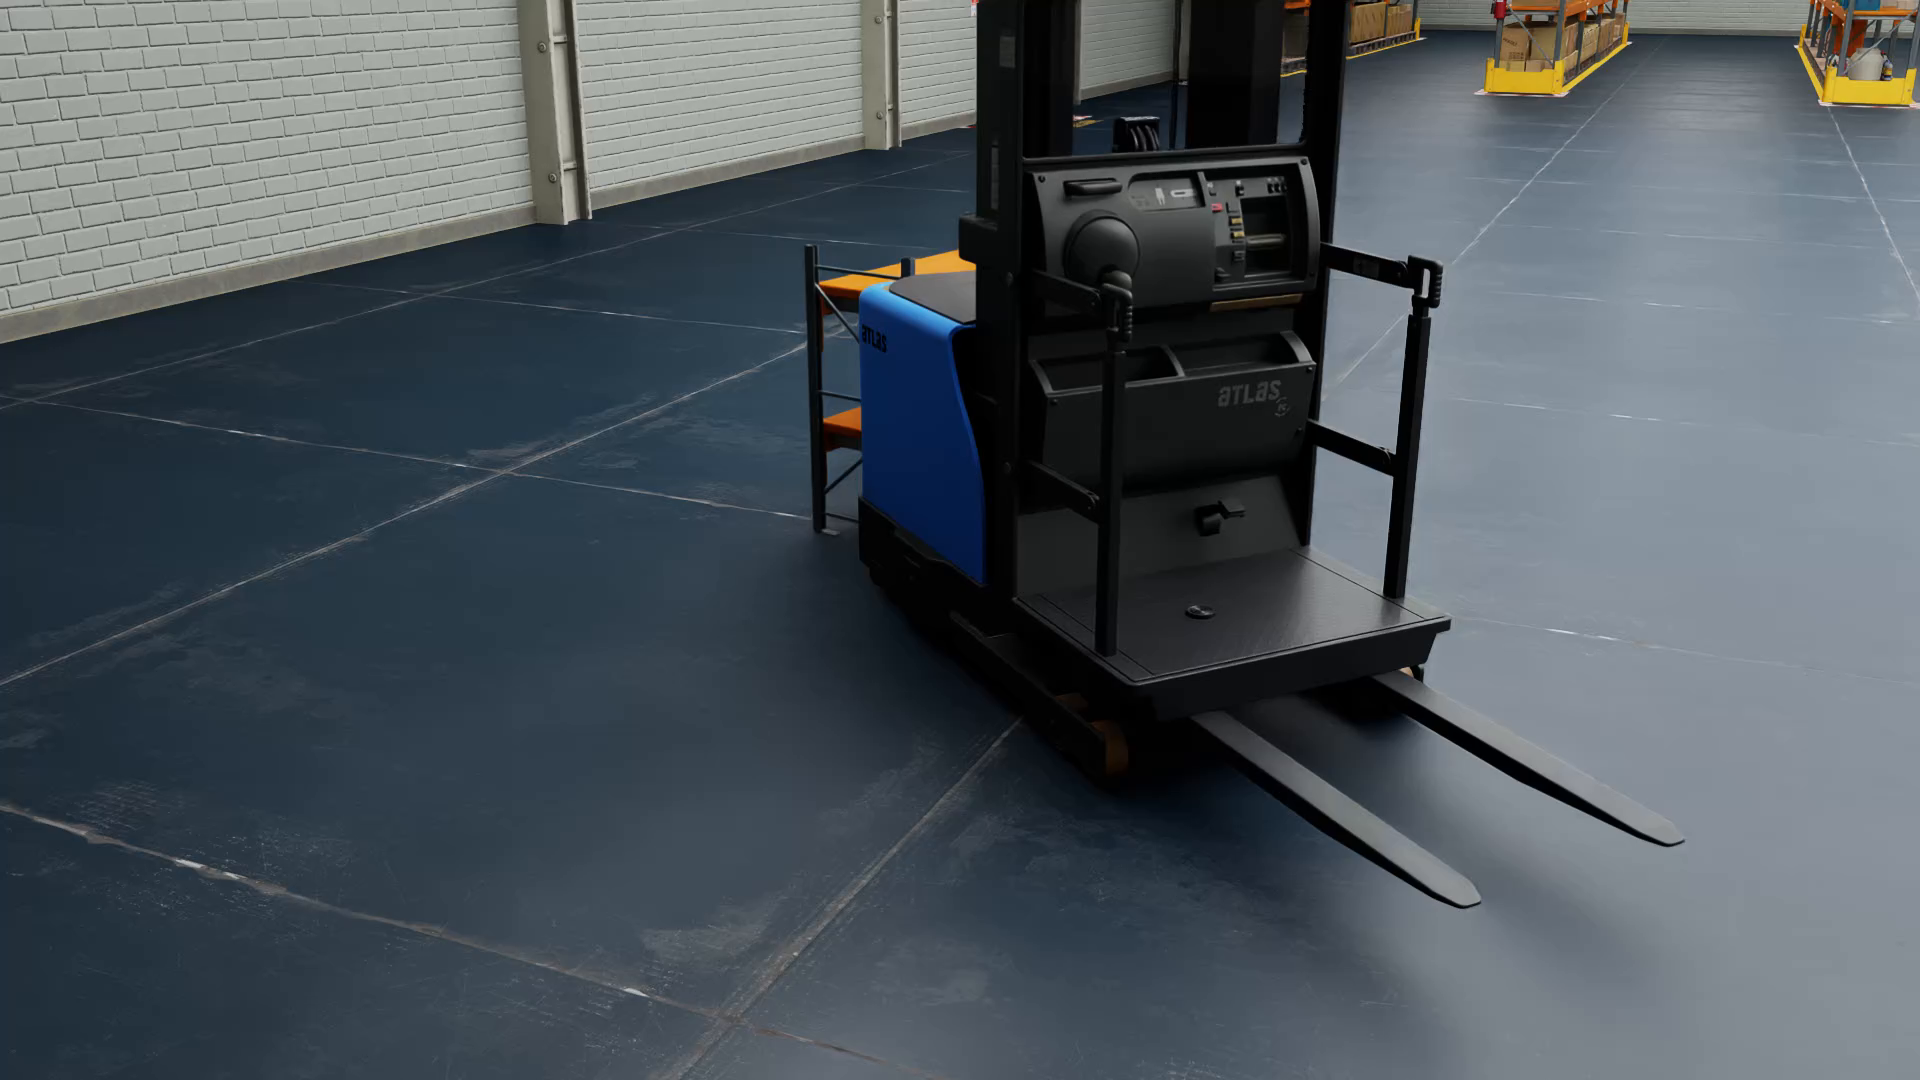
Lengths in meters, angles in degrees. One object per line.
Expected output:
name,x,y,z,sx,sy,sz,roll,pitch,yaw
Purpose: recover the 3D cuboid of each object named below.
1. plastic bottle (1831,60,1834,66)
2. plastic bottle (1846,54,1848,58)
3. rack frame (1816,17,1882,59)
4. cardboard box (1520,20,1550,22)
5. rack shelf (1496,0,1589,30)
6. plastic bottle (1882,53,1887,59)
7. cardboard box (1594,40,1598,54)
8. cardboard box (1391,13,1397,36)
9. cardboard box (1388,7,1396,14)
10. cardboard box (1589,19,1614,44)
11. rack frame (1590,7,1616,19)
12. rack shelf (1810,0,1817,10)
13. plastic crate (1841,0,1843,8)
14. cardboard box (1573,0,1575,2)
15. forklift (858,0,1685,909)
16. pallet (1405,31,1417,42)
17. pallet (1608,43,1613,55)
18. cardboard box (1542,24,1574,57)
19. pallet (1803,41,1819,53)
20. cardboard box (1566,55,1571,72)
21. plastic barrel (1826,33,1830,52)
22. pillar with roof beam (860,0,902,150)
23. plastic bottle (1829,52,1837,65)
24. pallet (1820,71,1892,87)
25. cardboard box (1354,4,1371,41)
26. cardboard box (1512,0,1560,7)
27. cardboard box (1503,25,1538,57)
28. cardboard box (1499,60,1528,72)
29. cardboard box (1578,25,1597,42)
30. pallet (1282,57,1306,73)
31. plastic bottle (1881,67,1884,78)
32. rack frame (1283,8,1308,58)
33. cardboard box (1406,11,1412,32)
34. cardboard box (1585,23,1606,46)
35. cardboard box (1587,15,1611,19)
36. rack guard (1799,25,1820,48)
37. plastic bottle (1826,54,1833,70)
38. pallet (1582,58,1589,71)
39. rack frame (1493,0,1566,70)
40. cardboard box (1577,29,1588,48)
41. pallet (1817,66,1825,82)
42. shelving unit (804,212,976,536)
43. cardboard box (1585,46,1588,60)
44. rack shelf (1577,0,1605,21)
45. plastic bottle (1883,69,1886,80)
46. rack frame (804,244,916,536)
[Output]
plastic bottle,14.093,-7.591,26.746,0.152,0.276,0.135,8,21,21
plastic bottle,14.616,-7.902,27.510,0.144,0.351,0.185,9,21,23
rack frame,16.832,-10.376,31.167,1.000,3.000,0.127,9,21,23
cardboard box,10.201,-8.990,29.630,0.500,0.500,0.500,9,21,23
rack shelf,9.857,-8.883,28.044,1.077,0.370,4.000,9,21,23
plastic bottle,14.982,-7.718,26.992,0.144,0.351,0.185,8,21,22
cardboard box,12.321,-9.764,32.925,0.500,0.250,0.500,9,22,24
cardboard box,10.040,-12.346,39.810,0.700,0.500,0.500,8,21,22
cardboard box,10.138,-12.578,39.495,0.380,0.149,0.250,9,22,25
cardboard box,13.801,-10.969,35.908,0.500,0.500,0.500,9,21,23
rack frame,13.952,-12.279,36.520,1.000,3.000,0.127,9,21,23
rack shelf,19.289,-11.871,36.445,1.077,0.370,4.000,9,21,23
plastic crate,13.759,-8.252,25.417,0.499,0.251,0.408,9,21,23
cardboard box,10.290,-9.582,28.787,0.700,0.500,0.500,8,21,22
forklift,0.726,-0.885,4.584,1.130,2.935,3.031,-9,22,-24
pallet,10.813,-12.611,41.616,1.003,0.211,1.213,9,21,23
pallet,13.653,-10.711,36.273,1.003,0.211,1.213,9,21,23
cardboard box,10.077,-8.458,28.133,0.500,0.500,0.500,9,21,23
pallet,19.233,-10.889,36.772,1.003,0.211,1.213,9,21,23
cardboard box,10.076,-8.105,28.259,0.500,0.250,0.500,9,21,23
plastic barrel,17.166,-9.738,32.460,0.421,0.512,0.421,0,20,0
pillar with roof beam,3.028,-8.190,16.067,9.100,9.000,0.400,9,21,23
plastic bottle,14.407,-7.865,27.403,0.144,0.351,0.185,8,21,20
pallet,14.881,-7.639,27.635,1.003,0.211,1.213,9,21,23
cardboard box,8.579,-11.394,36.611,0.750,0.750,0.750,8,21,22
cardboard box,9.241,-8.799,26.584,0.700,0.500,0.500,9,21,23
cardboard box,9.382,-8.379,27.910,0.500,0.500,0.500,9,21,23
cardboard box,8.988,-7.718,27.170,0.500,0.250,0.500,9,21,23
cardboard box,12.117,-9.869,32.383,0.500,0.311,0.500,8,21,22
pallet,5.912,-8.988,31.427,1.003,0.211,1.213,9,21,23
plastic bottle,14.804,-7.496,26.590,0.097,0.201,0.097,0,20,0
rack frame,6.155,-10.512,31.551,1.000,3.000,0.127,9,21,23
cardboard box,10.874,-12.973,41.574,0.700,0.500,0.500,9,21,23
cardboard box,12.970,-10.347,34.160,0.500,0.500,0.500,8,21,21
cardboard box,14.717,-11.885,38.481,0.797,0.503,0.637,9,21,23
rack guard,20.105,-11.653,38.488,1.175,0.500,0.348,9,21,23
plastic bottle,14.663,-8.037,28.007,0.097,0.271,0.097,0,20,0
pallet,11.440,-9.125,31.811,1.003,0.211,1.213,9,21,23
rack frame,9.038,-8.611,26.205,1.000,3.000,0.127,9,21,23
cardboard box,11.282,-9.245,30.627,0.500,0.311,0.500,8,21,22
pallet,15.480,-8.084,28.886,1.003,0.211,1.213,9,21,23
shelving unit,-0.070,-0.661,6.648,0.538,1.125,1.048,14,24,34
cardboard box,11.487,-9.140,31.170,0.500,0.250,0.500,8,21,21
rack shelf,11.495,-10.106,31.483,1.077,0.370,4.000,9,21,23
plastic bottle,14.625,-7.362,26.213,0.097,0.201,0.097,0,20,0
rack frame,-0.370,-0.523,6.261,0.500,1.125,0.032,14,24,34
